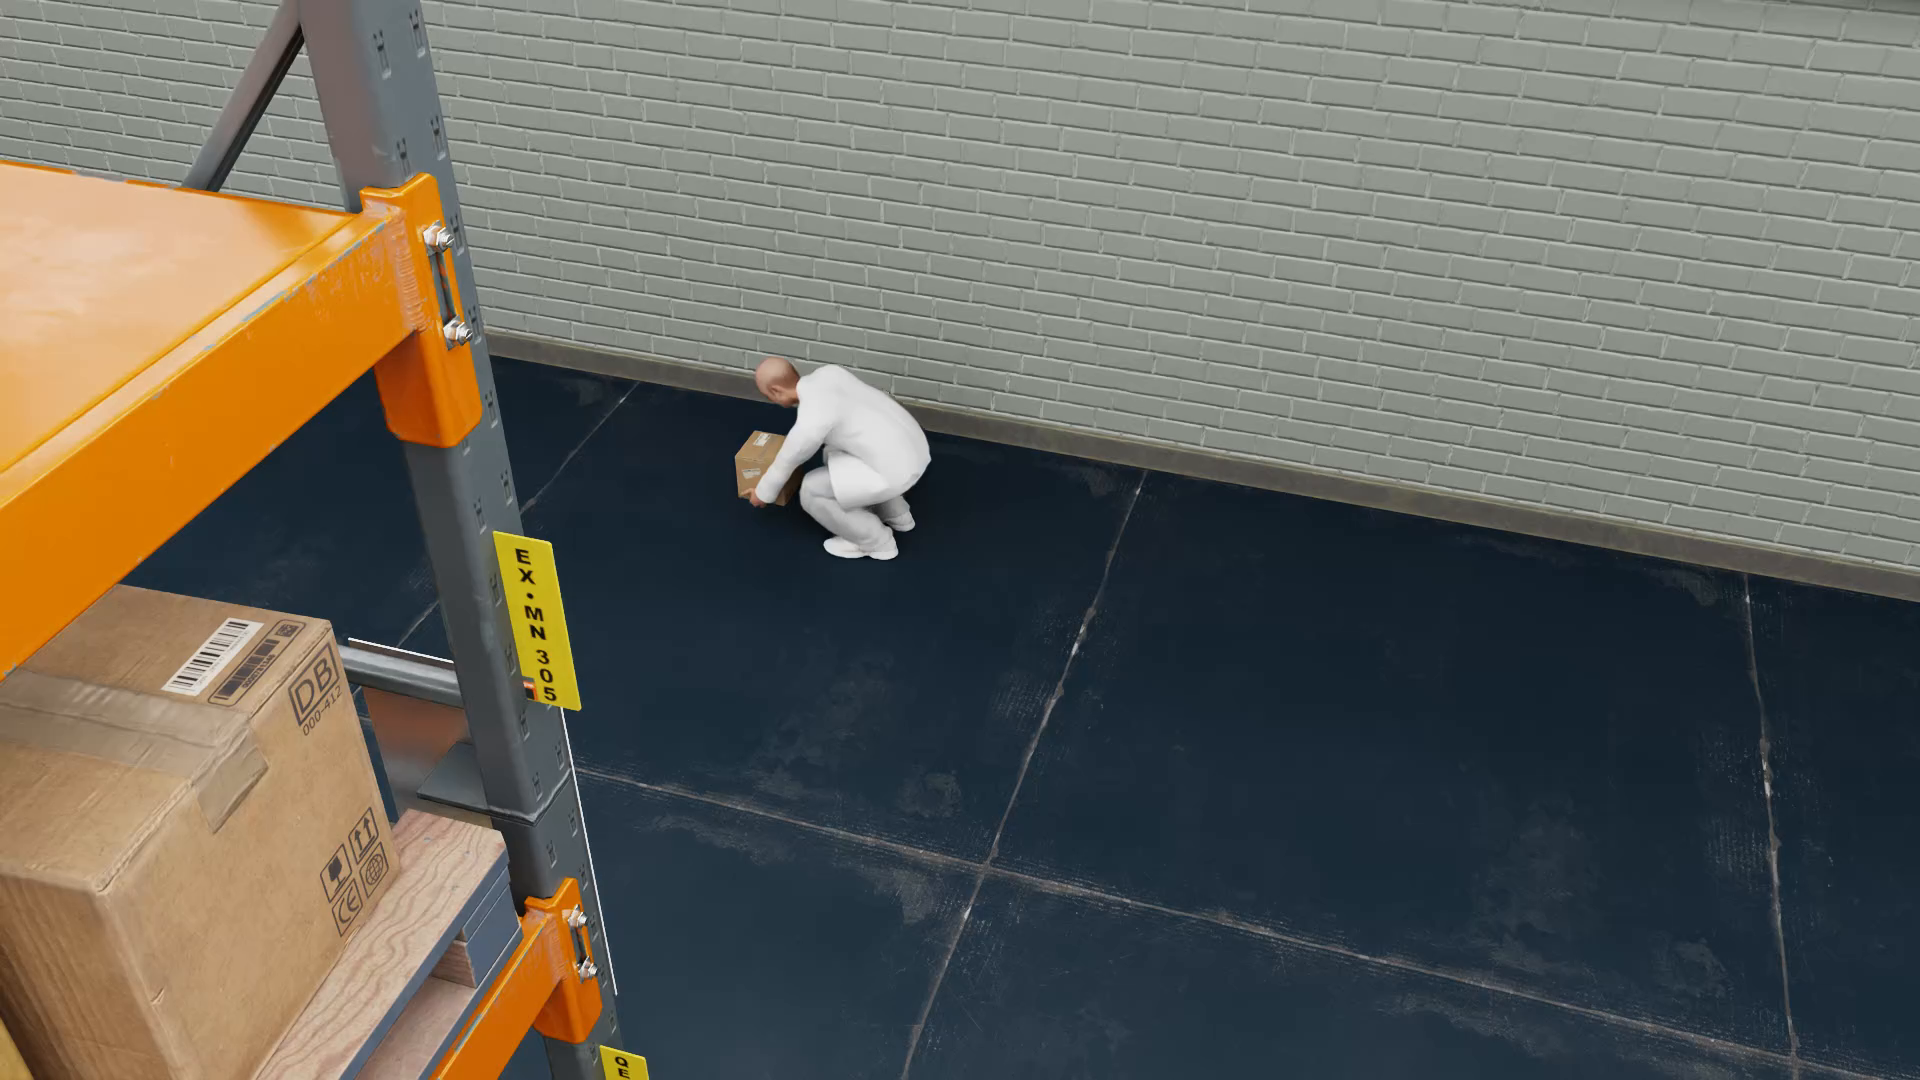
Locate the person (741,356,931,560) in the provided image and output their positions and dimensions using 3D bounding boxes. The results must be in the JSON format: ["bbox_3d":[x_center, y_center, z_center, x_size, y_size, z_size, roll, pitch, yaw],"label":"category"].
[{"bbox_3d":[-0.606,-0.410,8.183,0.938,0.920,0.580,10,38,13],"label":"person"}]
